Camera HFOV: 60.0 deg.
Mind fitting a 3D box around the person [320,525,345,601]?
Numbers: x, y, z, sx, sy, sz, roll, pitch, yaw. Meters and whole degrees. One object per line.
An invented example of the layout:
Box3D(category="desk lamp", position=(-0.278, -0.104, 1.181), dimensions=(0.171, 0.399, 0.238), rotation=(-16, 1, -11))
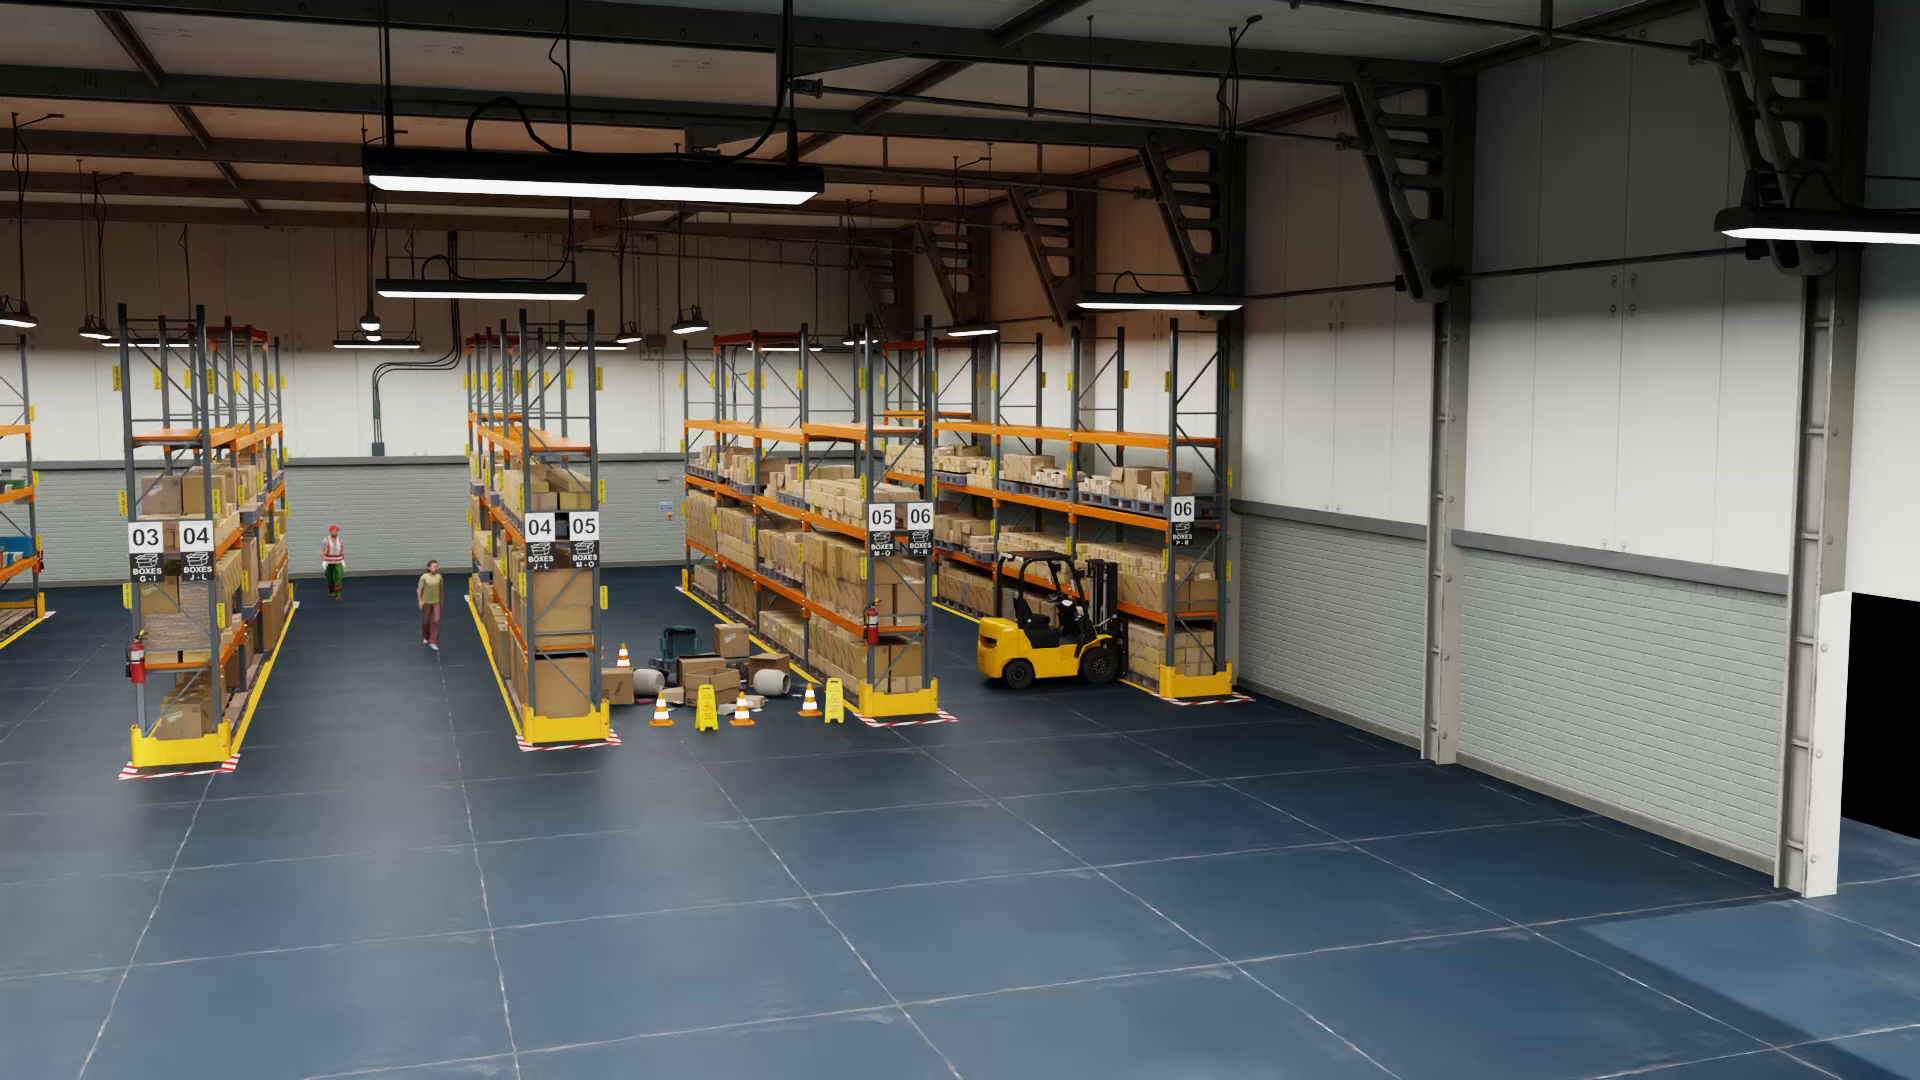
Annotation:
Box3D(category="person", position=(-14.341, 0.519, 38.036), dimensions=(0.530, 1.731, 1.098), rotation=(-2, 6, -22))

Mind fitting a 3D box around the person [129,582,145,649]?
Box3D(category="person", position=(-15.159, 1.268, 30.913), dimensions=(0.571, 1.647, 0.592), rotation=(-3, 6, -28))

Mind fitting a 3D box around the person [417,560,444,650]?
Box3D(category="person", position=(-10.000, 1.215, 31.475), dimensions=(0.525, 1.675, 0.738), rotation=(-4, 6, -33))
